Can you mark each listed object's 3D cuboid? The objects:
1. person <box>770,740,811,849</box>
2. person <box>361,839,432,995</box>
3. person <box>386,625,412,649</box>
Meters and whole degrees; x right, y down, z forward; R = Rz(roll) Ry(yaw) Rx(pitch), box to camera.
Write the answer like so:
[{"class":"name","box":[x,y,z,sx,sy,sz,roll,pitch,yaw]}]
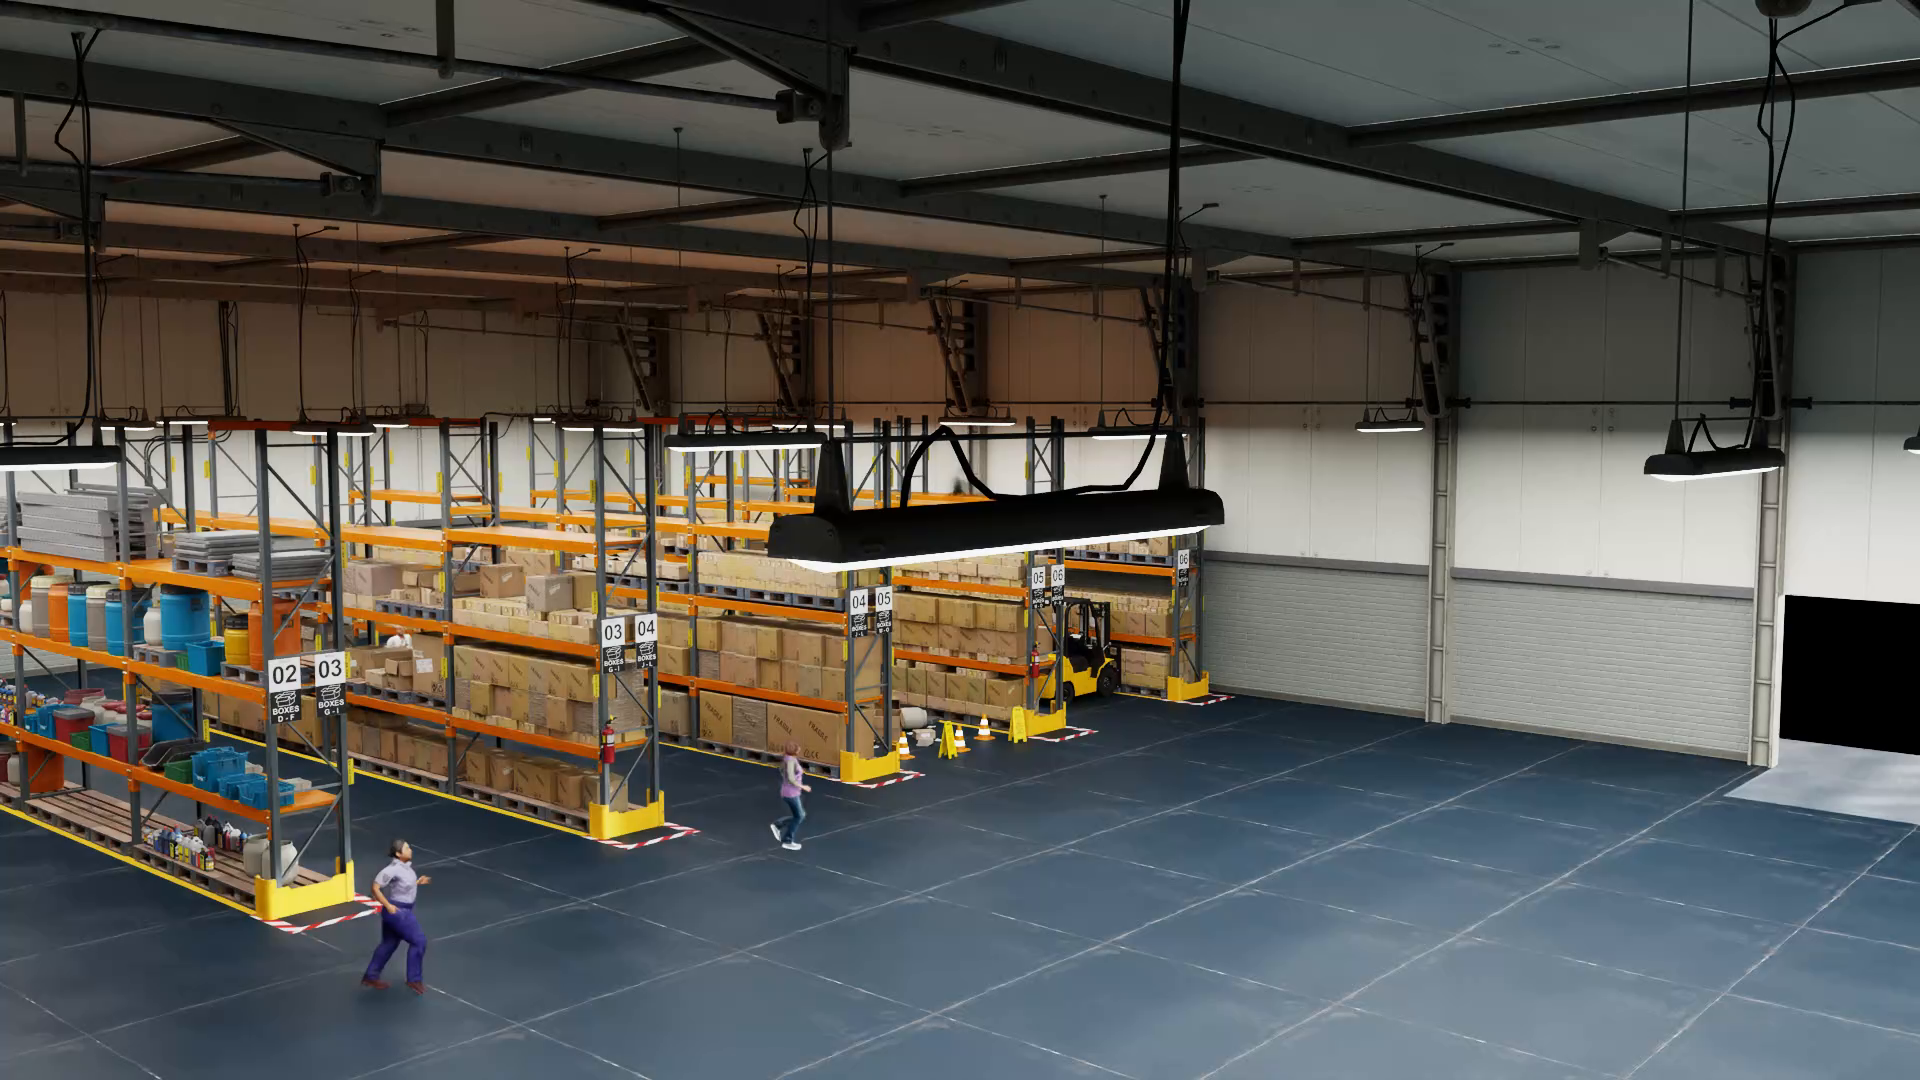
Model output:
[{"class":"person","box":[-2.401,3.603,23.554,0.577,1.559,0.569,-1,5,-11]},{"class":"person","box":[-6.035,4.049,17.825,0.740,1.719,0.574,-2,5,-19]},{"class":"person","box":[-11.532,2.597,34.467,0.721,1.740,0.680,-4,6,-42]}]
